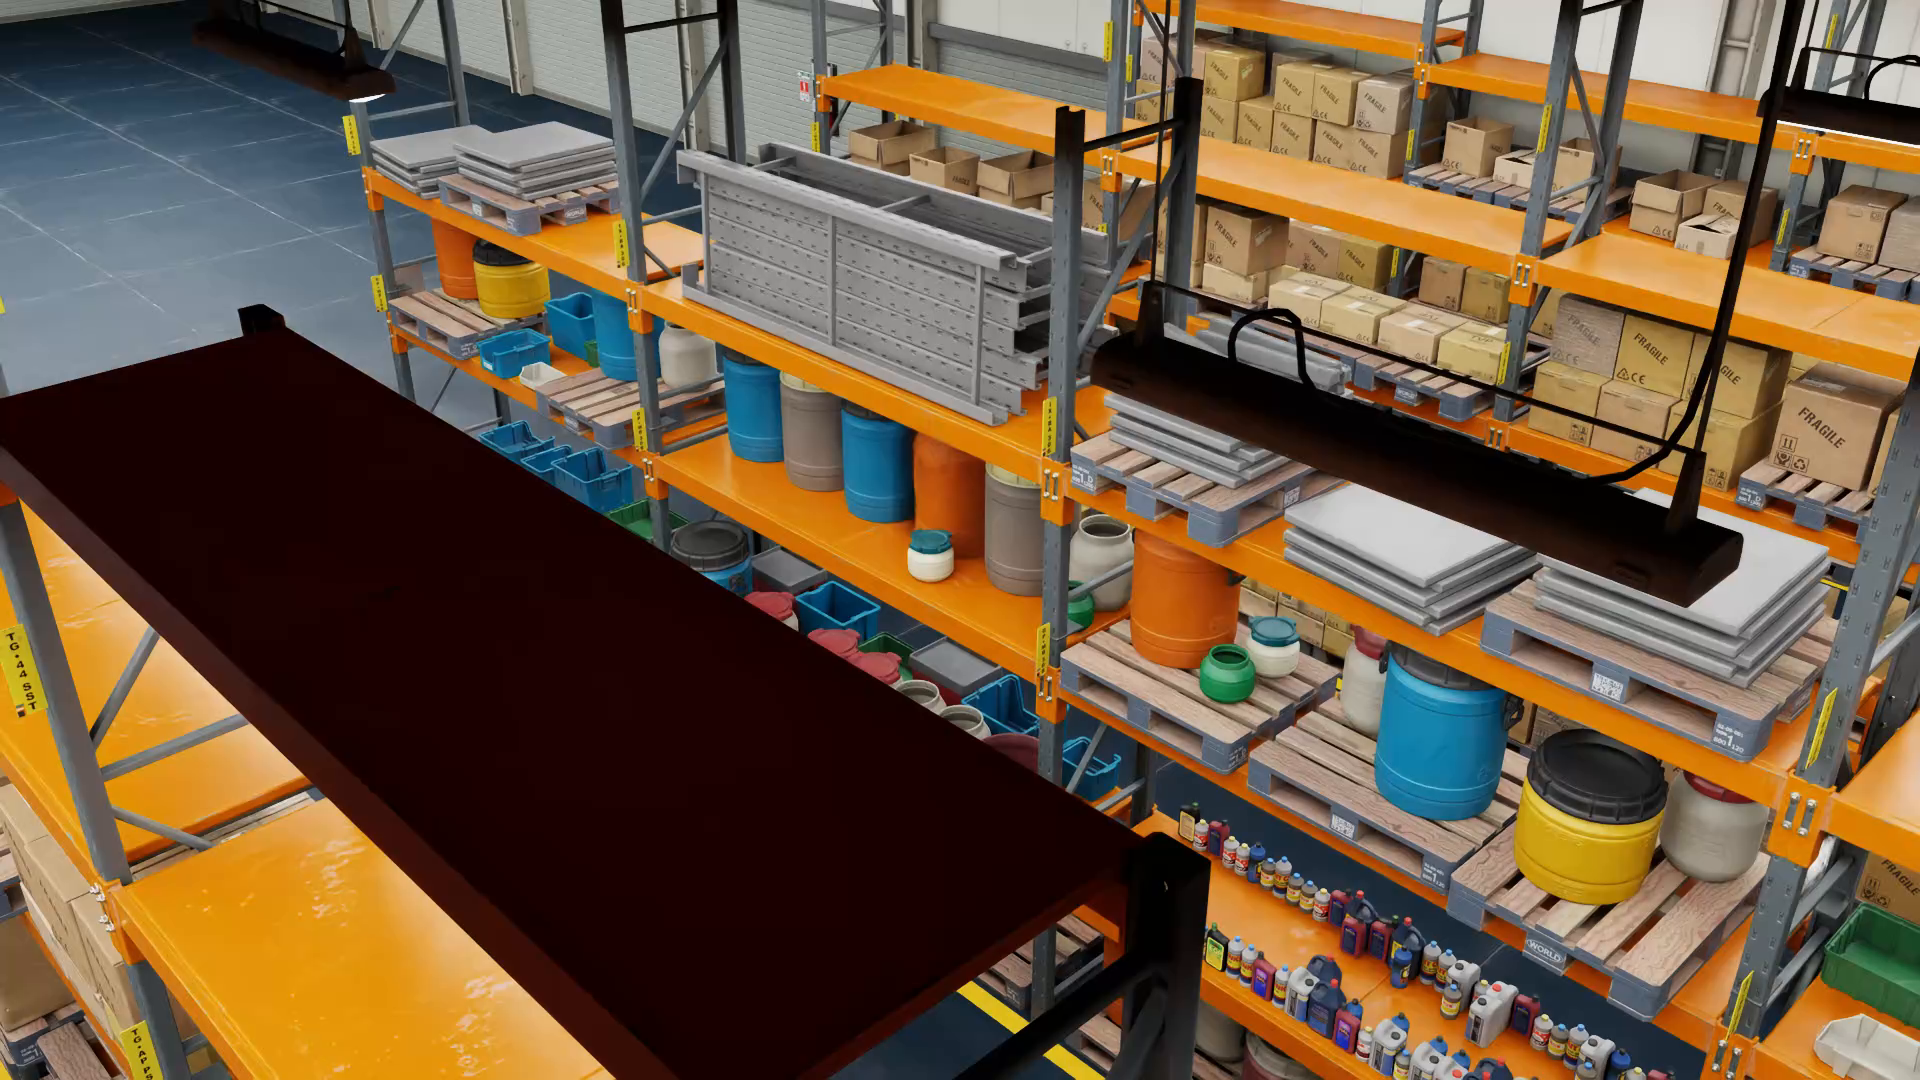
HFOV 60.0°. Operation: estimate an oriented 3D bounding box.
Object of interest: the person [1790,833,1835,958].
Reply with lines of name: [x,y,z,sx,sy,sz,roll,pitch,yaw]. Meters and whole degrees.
person: [5.355,2.350,10.719,1.058,1.620,0.464,16,32,28]
